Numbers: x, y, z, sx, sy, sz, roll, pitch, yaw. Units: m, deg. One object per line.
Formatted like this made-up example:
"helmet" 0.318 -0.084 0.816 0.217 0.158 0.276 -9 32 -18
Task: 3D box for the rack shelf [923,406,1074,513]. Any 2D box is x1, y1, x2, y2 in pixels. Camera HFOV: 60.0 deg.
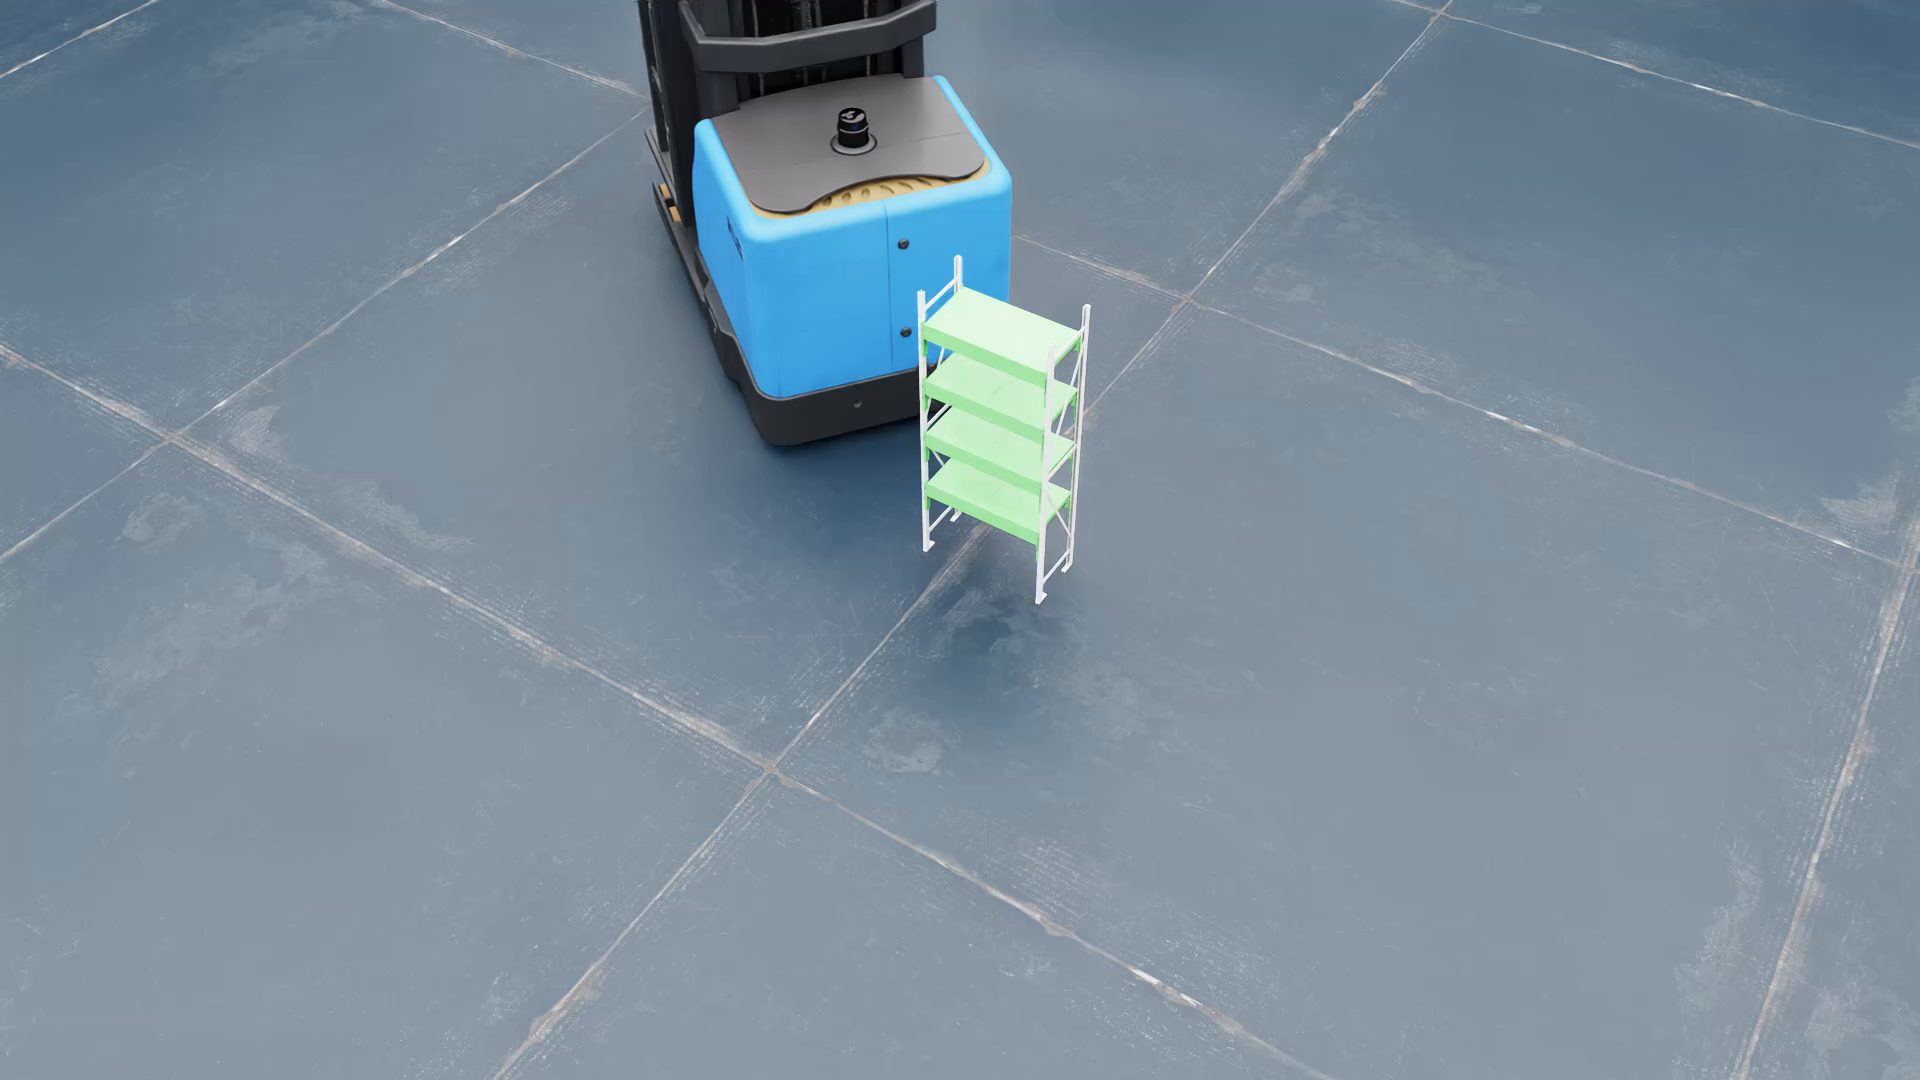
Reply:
"rack shelf" 0.139 -0.310 5.803 0.480 0.148 0.258 25 51 22

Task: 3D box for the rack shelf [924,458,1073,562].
"rack shelf" 0.139 -0.142 5.975 0.480 0.148 0.258 25 51 22

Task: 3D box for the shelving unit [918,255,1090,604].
"shelving unit" 0.139 -0.354 5.757 0.503 1.200 0.258 25 51 22

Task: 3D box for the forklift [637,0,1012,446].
"forklift" -0.771 -2.465 6.602 1.130 2.935 3.031 -15 48 -14

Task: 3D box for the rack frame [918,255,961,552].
"rack frame" -0.066 -0.449 5.849 0.015 1.200 0.240 25 51 22

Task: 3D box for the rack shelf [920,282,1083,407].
"rack shelf" 0.139 -0.644 5.459 0.480 0.148 0.258 25 51 22

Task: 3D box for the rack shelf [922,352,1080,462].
"rack shelf" 0.139 -0.477 5.631 0.480 0.148 0.258 25 51 22

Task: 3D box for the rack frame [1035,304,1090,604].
"rack frame" 0.345 -0.260 5.666 0.015 1.200 0.240 25 51 22
